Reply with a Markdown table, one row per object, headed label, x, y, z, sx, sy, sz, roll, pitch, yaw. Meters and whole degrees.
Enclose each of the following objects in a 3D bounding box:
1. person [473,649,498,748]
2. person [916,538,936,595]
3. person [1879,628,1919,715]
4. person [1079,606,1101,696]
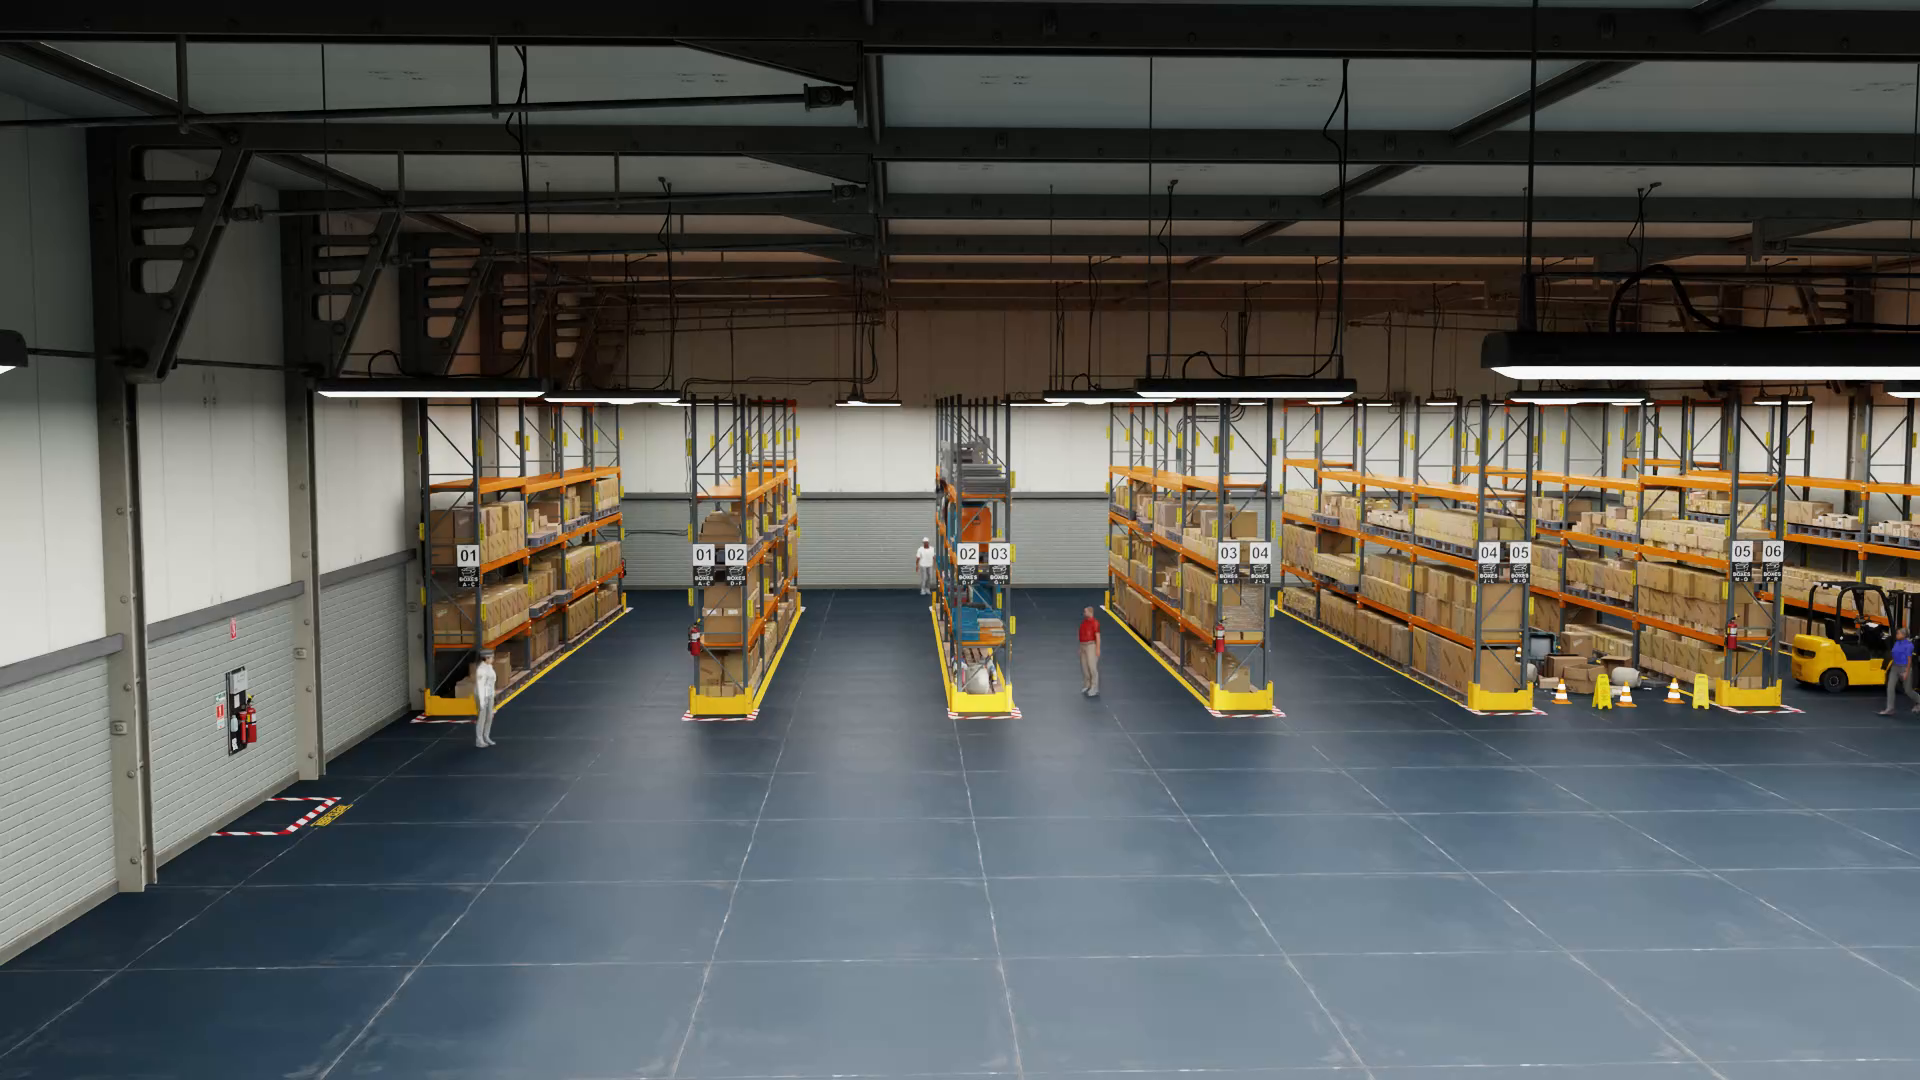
| label | x | y | z | sx | sy | sz | roll | pitch | yaw |
| --- | --- | --- | --- | --- | --- | --- | --- | --- | --- |
| person | -8.058 | 2.678 | 28.228 | 0.383 | 1.675 | 0.521 | 1 | 5 | 10 |
| person | -1.039 | 0.815 | 51.250 | 0.605 | 1.791 | 0.414 | -4 | 6 | -39 |
| person | 17.638 | 2.452 | 31.115 | 0.836 | 1.628 | 0.428 | -2 | 5 | -24 |
| person | 2.581 | 2.225 | 33.577 | 0.442 | 1.742 | 0.679 | -3 | 5 | -29 |
